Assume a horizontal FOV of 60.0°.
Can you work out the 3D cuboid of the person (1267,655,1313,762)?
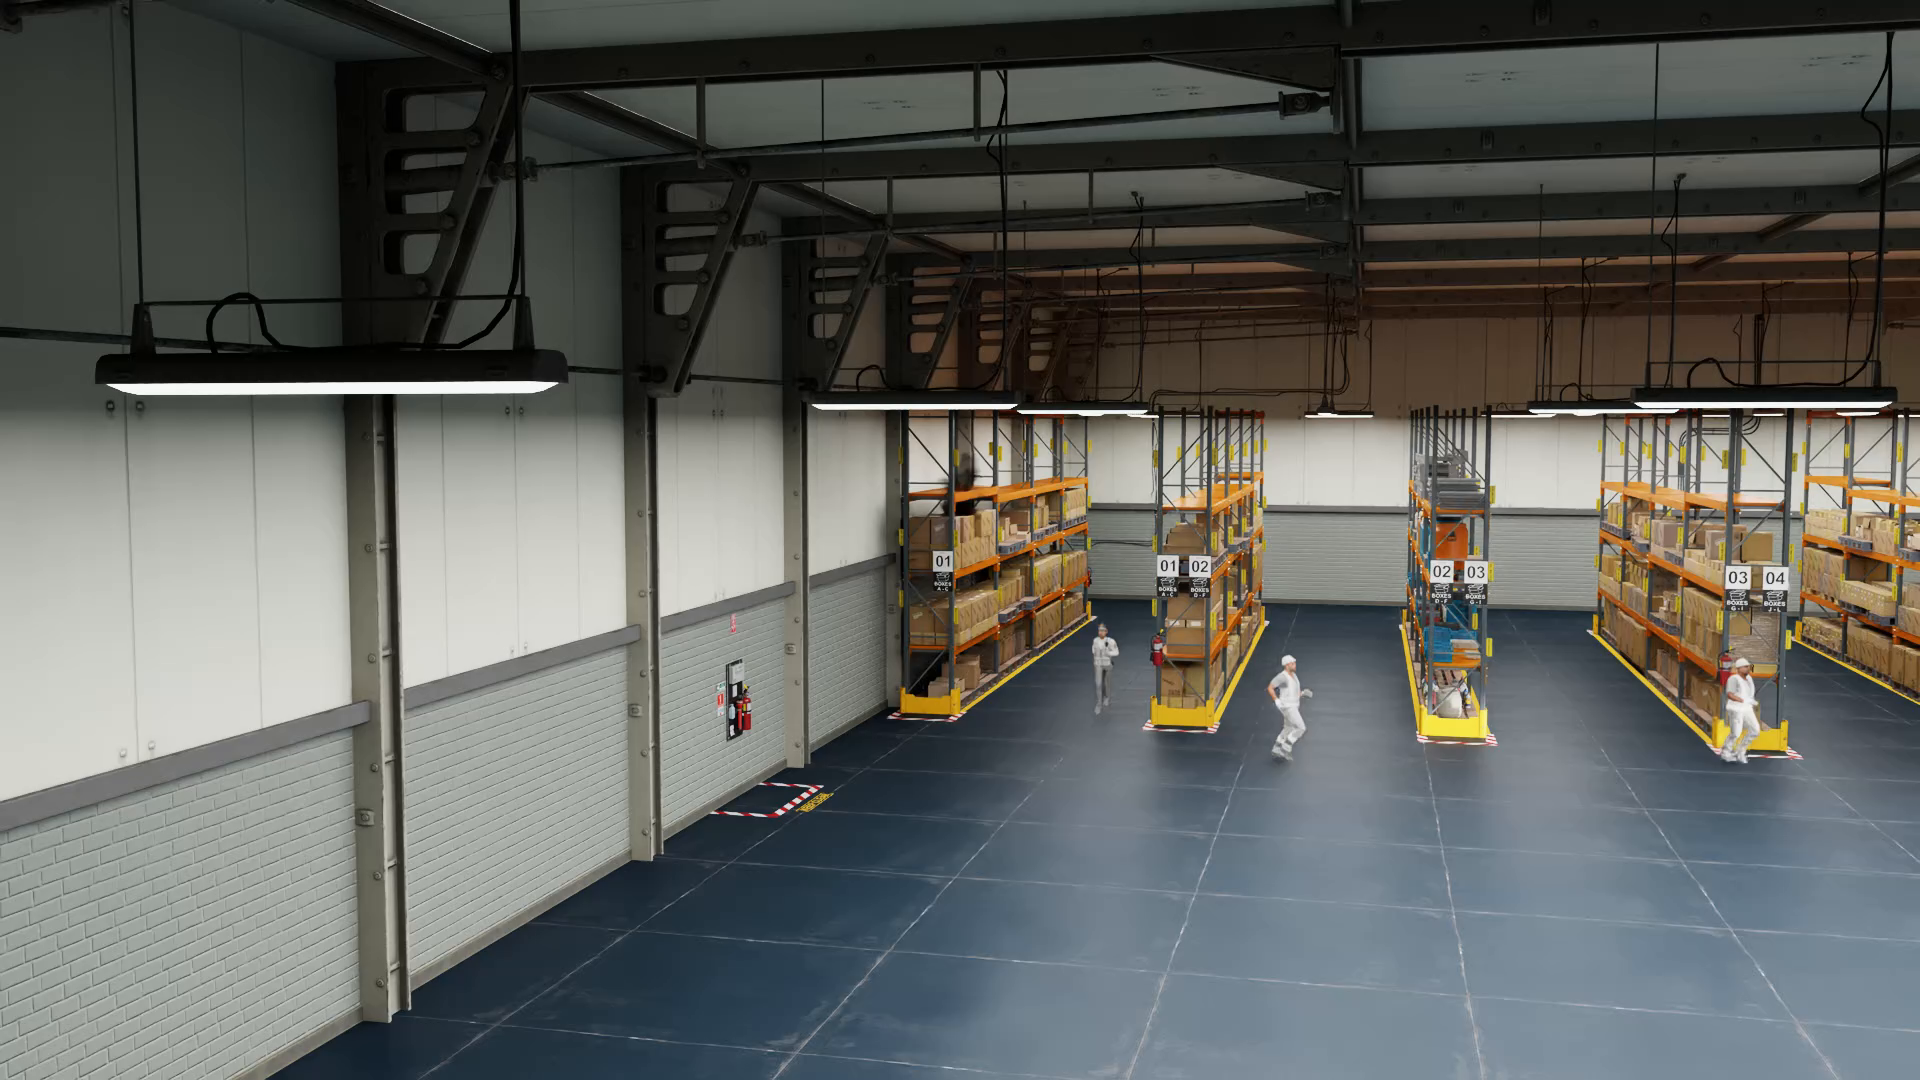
[{"bbox_3d":[5.554,2.828,27.884,0.698,1.781,0.654,2,5,31],"label":"person"}]

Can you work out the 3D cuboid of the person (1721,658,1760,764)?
[{"bbox_3d":[13.039,2.863,27.673,0.701,1.800,0.690,-2,5,-28],"label":"person"}]

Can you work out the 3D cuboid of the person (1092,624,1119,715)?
[{"bbox_3d":[2.848,2.506,32.665,0.584,1.754,0.775,1,4,15],"label":"person"}]

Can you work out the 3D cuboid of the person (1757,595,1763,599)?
[{"bbox_3d":[21.289,1.751,44.021,0.643,1.644,0.682,3,5,33],"label":"person"}]

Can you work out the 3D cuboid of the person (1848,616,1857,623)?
[{"bbox_3d":[23.686,1.751,44.029,0.759,1.612,0.989,-2,4,-20],"label":"person"}]
